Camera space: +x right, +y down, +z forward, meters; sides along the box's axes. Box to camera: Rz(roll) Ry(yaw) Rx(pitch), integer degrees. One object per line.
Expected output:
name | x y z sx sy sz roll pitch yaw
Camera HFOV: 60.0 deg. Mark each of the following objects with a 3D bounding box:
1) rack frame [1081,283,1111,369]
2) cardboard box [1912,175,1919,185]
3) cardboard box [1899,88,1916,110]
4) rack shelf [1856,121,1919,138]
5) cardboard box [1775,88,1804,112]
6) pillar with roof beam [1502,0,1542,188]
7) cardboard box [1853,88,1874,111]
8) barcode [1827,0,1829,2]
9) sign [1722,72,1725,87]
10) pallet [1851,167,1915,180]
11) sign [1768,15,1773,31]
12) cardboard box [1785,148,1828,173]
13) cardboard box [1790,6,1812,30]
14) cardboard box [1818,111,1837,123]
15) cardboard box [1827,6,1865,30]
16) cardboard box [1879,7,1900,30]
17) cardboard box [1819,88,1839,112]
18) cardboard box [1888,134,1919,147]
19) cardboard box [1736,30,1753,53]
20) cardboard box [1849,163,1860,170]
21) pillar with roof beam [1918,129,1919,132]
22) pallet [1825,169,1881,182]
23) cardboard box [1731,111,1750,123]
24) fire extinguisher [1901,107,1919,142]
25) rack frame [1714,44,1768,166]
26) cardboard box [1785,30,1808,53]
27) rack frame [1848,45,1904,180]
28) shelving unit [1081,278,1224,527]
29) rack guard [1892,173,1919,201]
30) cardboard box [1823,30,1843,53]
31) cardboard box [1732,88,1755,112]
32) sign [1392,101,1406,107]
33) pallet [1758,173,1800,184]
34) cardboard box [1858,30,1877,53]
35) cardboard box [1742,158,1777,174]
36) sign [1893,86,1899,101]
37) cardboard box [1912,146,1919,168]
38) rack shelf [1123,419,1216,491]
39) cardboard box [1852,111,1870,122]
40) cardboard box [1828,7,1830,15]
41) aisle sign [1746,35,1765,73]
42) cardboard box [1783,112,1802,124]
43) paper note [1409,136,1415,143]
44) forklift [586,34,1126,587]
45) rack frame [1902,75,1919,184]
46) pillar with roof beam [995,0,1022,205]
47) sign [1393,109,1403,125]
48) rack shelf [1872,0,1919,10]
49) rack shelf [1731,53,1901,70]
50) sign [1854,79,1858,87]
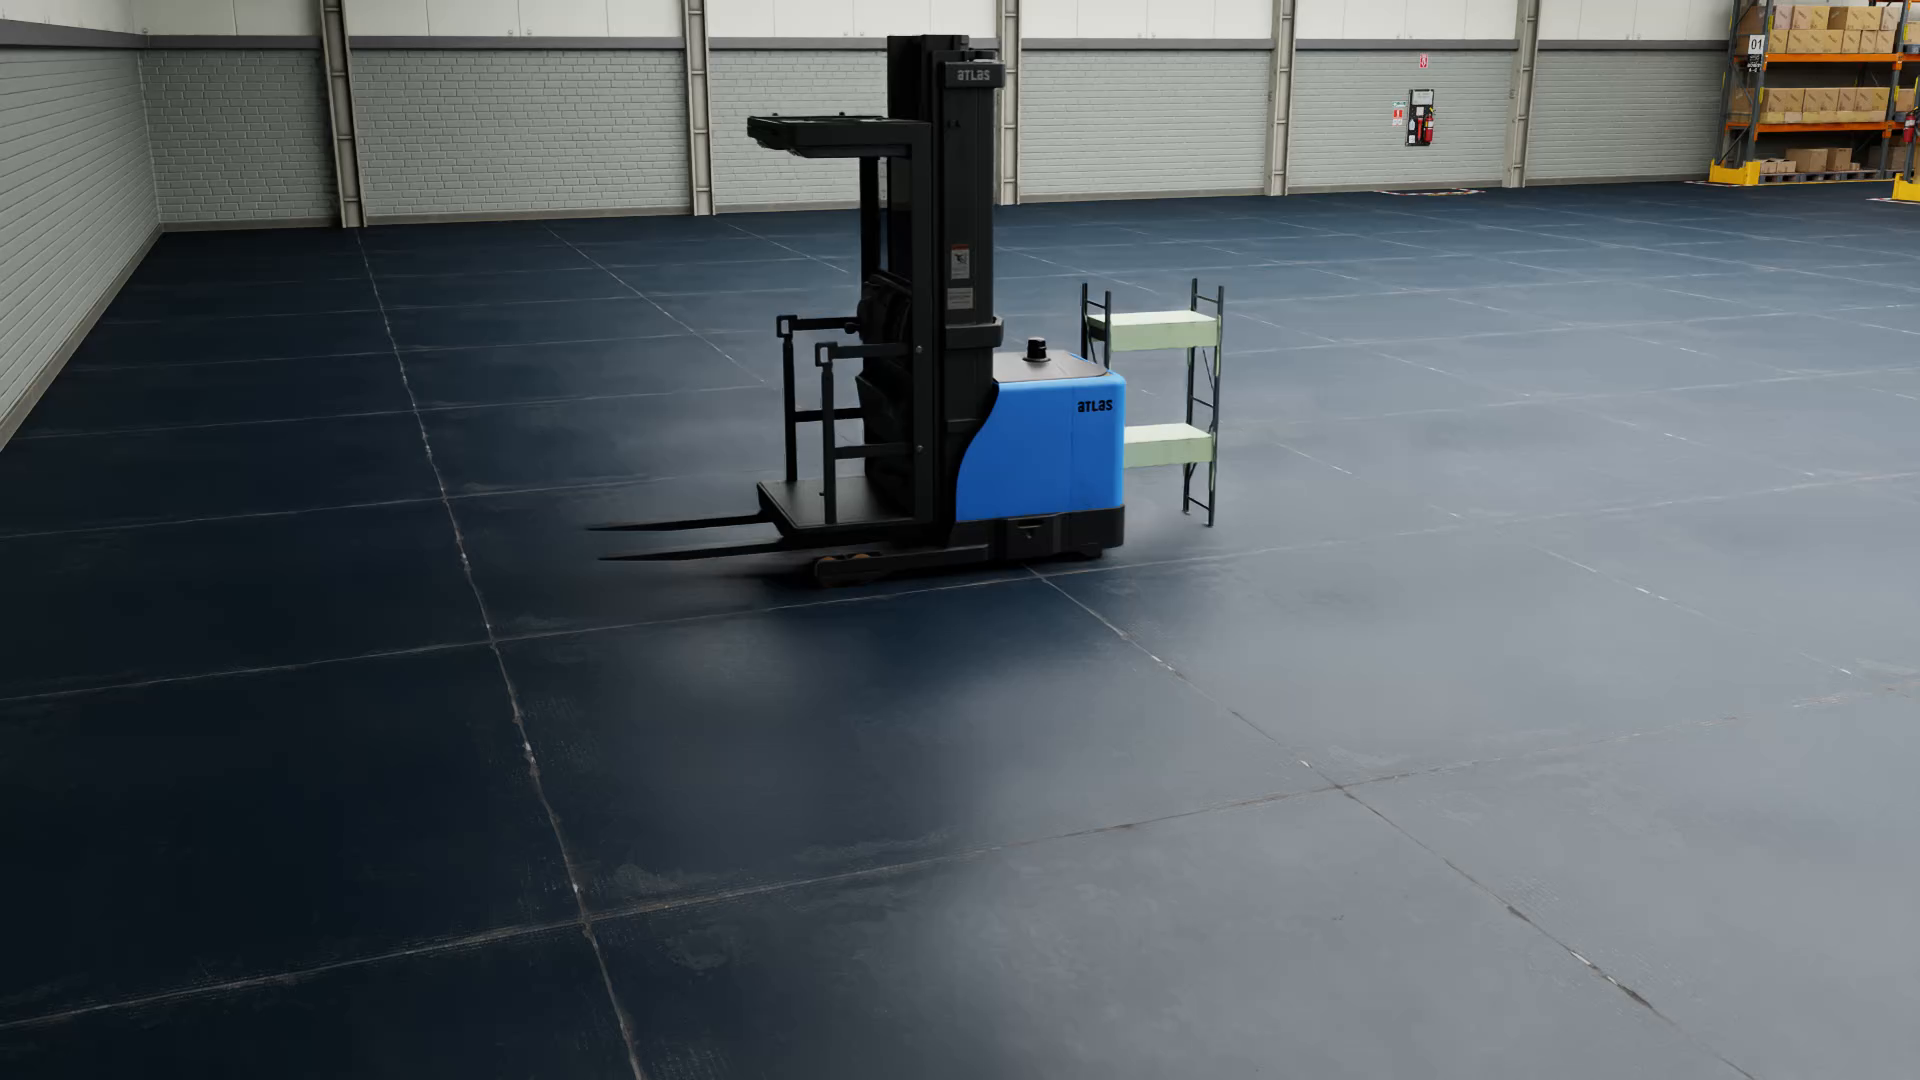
rack frame | 0.814 -0.789 10.124 0.023 1.500 0.400 -5 17 -17
cardboard box | 19.556 -7.204 33.440 0.500 0.250 0.500 -6 17 -20
cardboard box | 22.132 -10.252 38.726 0.500 0.500 0.700 -4 17 -14
rack shelf | 22.988 -9.752 39.261 4.000 0.370 1.077 -6 17 -20
cardboard box | 18.404 -9.806 37.068 0.500 0.500 0.500 -6 17 -20
pillar with roof beam | 13.667 -10.932 31.352 0.400 9.000 9.100 -6 17 -20
cardboard box | 20.326 -10.012 37.770 0.500 0.500 0.500 -6 17 -20
barcode | 19.669 -12.219 37.691 0.075 0.075 0.001 -6 17 -20
sign | 17.205 -10.348 37.396 0.005 0.325 0.100 -6 17 -20
pallet | 21.847 -8.637 39.134 1.213 0.211 1.003 -6 17 -20
sign | 17.580 -11.208 36.068 0.005 0.325 0.100 -6 17 -20
cardboard box | 19.299 -8.669 37.949 0.500 0.500 0.700 -7 18 -24
cardboard box | 18.318 -11.481 36.561 0.500 0.500 0.500 -6 18 -21
cardboard box | 19.385 -9.552 37.533 0.500 0.250 0.500 -6 17 -20
cardboard box | 19.758 -11.637 37.091 0.500 0.500 0.500 -7 18 -22
cardboard box | 20.750 -11.750 37.477 0.500 0.500 0.500 -8 18 -25
cardboard box | 19.366 -9.912 37.427 0.500 0.500 0.500 -6 17 -18
cardboard box | 22.212 -9.391 39.079 0.500 0.250 0.500 -7 18 -21
cardboard box | 17.684 -11.098 37.030 0.500 0.500 0.500 -5 17 -16
cardboard box | 20.632 -8.686 38.599 0.250 0.166 0.380 -9 18 -27
pillar with roof beam | 24.873 -12.141 35.472 0.400 9.000 9.100 -6 17 -20
pallet | 20.506 -8.481 38.603 1.213 0.211 1.003 -6 17 -20
cardboard box | 17.752 -9.528 37.452 0.500 0.250 0.500 -6 17 -19
fire extinguisher | 18.885 -8.263 33.049 0.183 0.674 0.296 -6 17 -20
rack frame | 17.385 -9.492 37.099 0.127 3.000 1.000 -6 17 -20
cardboard box | 18.301 -11.002 36.703 0.500 0.500 0.500 -5 17 -16
rack frame | 21.120 -9.896 38.473 0.127 3.000 1.000 -6 17 -20
shelving unit | 1.163 -0.821 10.232 0.755 1.500 0.431 -5 17 -17
rack guard | 19.139 -6.988 33.006 0.348 0.500 1.175 -6 17 -20
cardboard box | 19.277 -11.115 37.088 0.500 0.500 0.500 -5 17 -17
cardboard box | 17.749 -9.893 37.364 0.500 0.500 0.500 -6 18 -21
sign | 9.260 -9.188 35.057 0.331 0.109 0.001 -6 17 -20
pallet | 18.228 -8.235 37.766 1.213 0.211 1.003 -6 17 -20
cardboard box | 20.261 -11.229 37.476 0.500 0.500 0.500 -8 18 -25
cardboard box | 18.064 -8.460 37.573 0.500 0.311 0.500 -8 18 -26
sign | 21.322 -10.169 37.867 0.005 0.325 0.100 -6 17 -20
cardboard box | 22.266 -9.051 39.253 0.500 0.500 0.700 -7 18 -21
rack shelf | 1.163 -0.508 10.324 0.720 0.370 0.431 -5 17 -17
cardboard box | 20.318 -9.658 37.893 0.500 0.250 0.500 -6 17 -20
cardboard box | 19.141 -11.732 37.414 0.500 0.500 0.500 -6 17 -20
aisle sign | 17.425 -10.654 36.440 0.004 0.787 0.394 -6 17 -20
cardboard box | 18.434 -9.452 37.192 0.500 0.250 0.500 -7 18 -22
paper note | 9.615 -8.524 35.366 0.142 0.148 0.016 -6 17 -20
forklift | -0.611 -1.311 9.361 3.031 2.935 1.130 -5 17 -17
rack frame | 19.161 -8.190 32.662 0.127 3.000 1.000 -6 17 -20
pillar with roof beam | 2.462 -9.722 27.233 0.400 9.000 9.100 -6 17 -20
sign | 9.252 -8.935 35.138 0.234 0.329 0.001 -6 17 -20
rack shelf | 22.988 -12.439 38.472 4.000 0.370 1.077 -6 17 -20
rack shelf | 19.253 -10.788 37.465 4.000 0.370 1.077 -6 17 -20
sign | 20.919 -10.597 38.806 0.005 0.325 0.100 -6 17 -20
